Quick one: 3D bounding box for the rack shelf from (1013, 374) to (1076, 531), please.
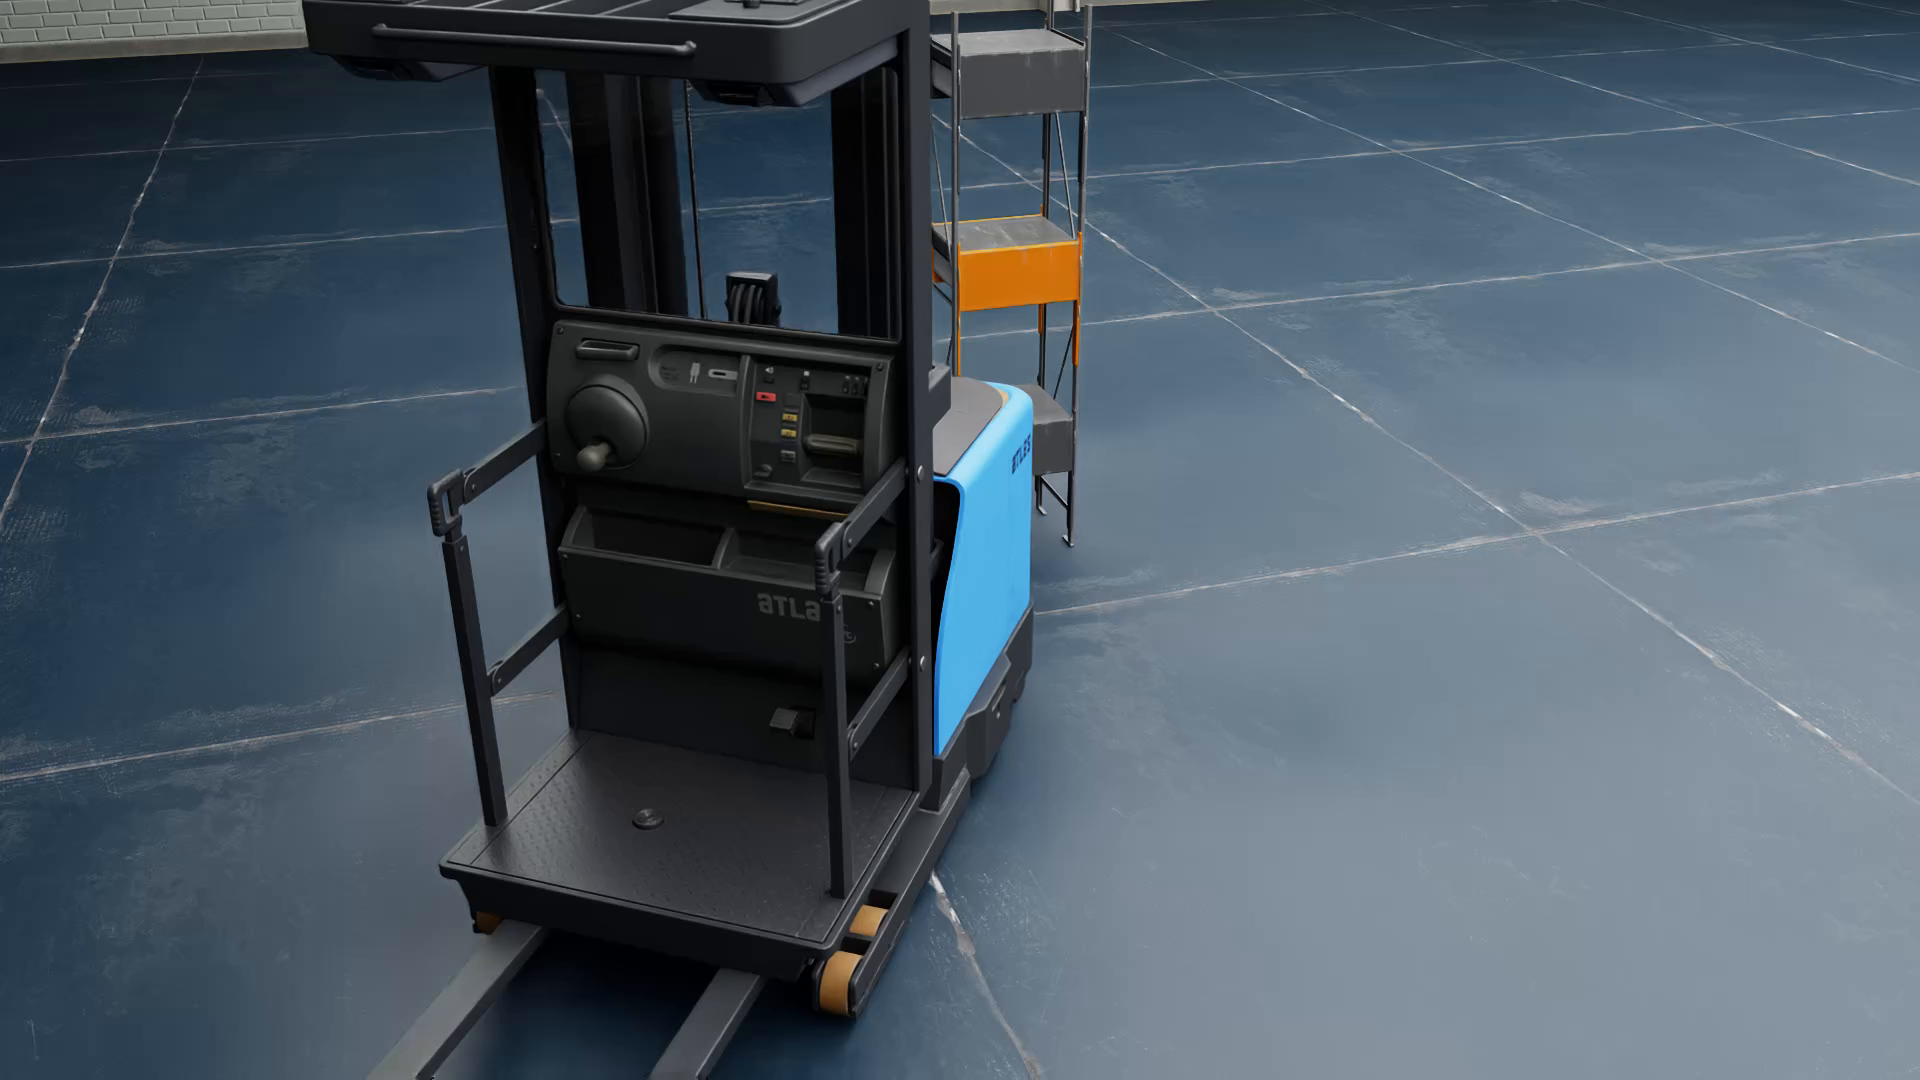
[{"bbox_3d":[0.157,-0.324,6.646,0.480,0.518,0.431,-8,28,-16],"label":"rack shelf"}]

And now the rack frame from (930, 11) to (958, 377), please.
[{"bbox_3d":[-0.075,-0.930,6.261,0.015,2.100,0.400,-8,28,-16],"label":"rack frame"}]

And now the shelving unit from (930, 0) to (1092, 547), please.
[{"bbox_3d":[0.157,-0.963,6.329,0.503,2.100,0.431,-8,28,-16],"label":"shelving unit"}]

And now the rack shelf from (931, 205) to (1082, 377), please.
[{"bbox_3d":[0.157,-0.951,6.335,0.480,0.518,0.431,-8,28,-16],"label":"rack shelf"}]

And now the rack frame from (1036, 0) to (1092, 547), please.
[{"bbox_3d":[0.389,-0.997,6.397,0.015,2.100,0.400,-8,28,-16],"label":"rack frame"}]

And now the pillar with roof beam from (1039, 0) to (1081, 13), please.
[{"bbox_3d":[2.456,-8.222,13.192,0.400,9.000,9.100,-8,28,-16],"label":"pillar with roof beam"}]

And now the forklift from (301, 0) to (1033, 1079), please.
[{"bbox_3d":[-0.685,-0.287,4.033,1.130,2.935,3.031,8,28,16],"label":"forklift"}]

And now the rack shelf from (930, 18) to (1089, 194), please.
[{"bbox_3d":[0.157,-1.578,6.024,0.480,0.518,0.431,-8,28,-16],"label":"rack shelf"}]
